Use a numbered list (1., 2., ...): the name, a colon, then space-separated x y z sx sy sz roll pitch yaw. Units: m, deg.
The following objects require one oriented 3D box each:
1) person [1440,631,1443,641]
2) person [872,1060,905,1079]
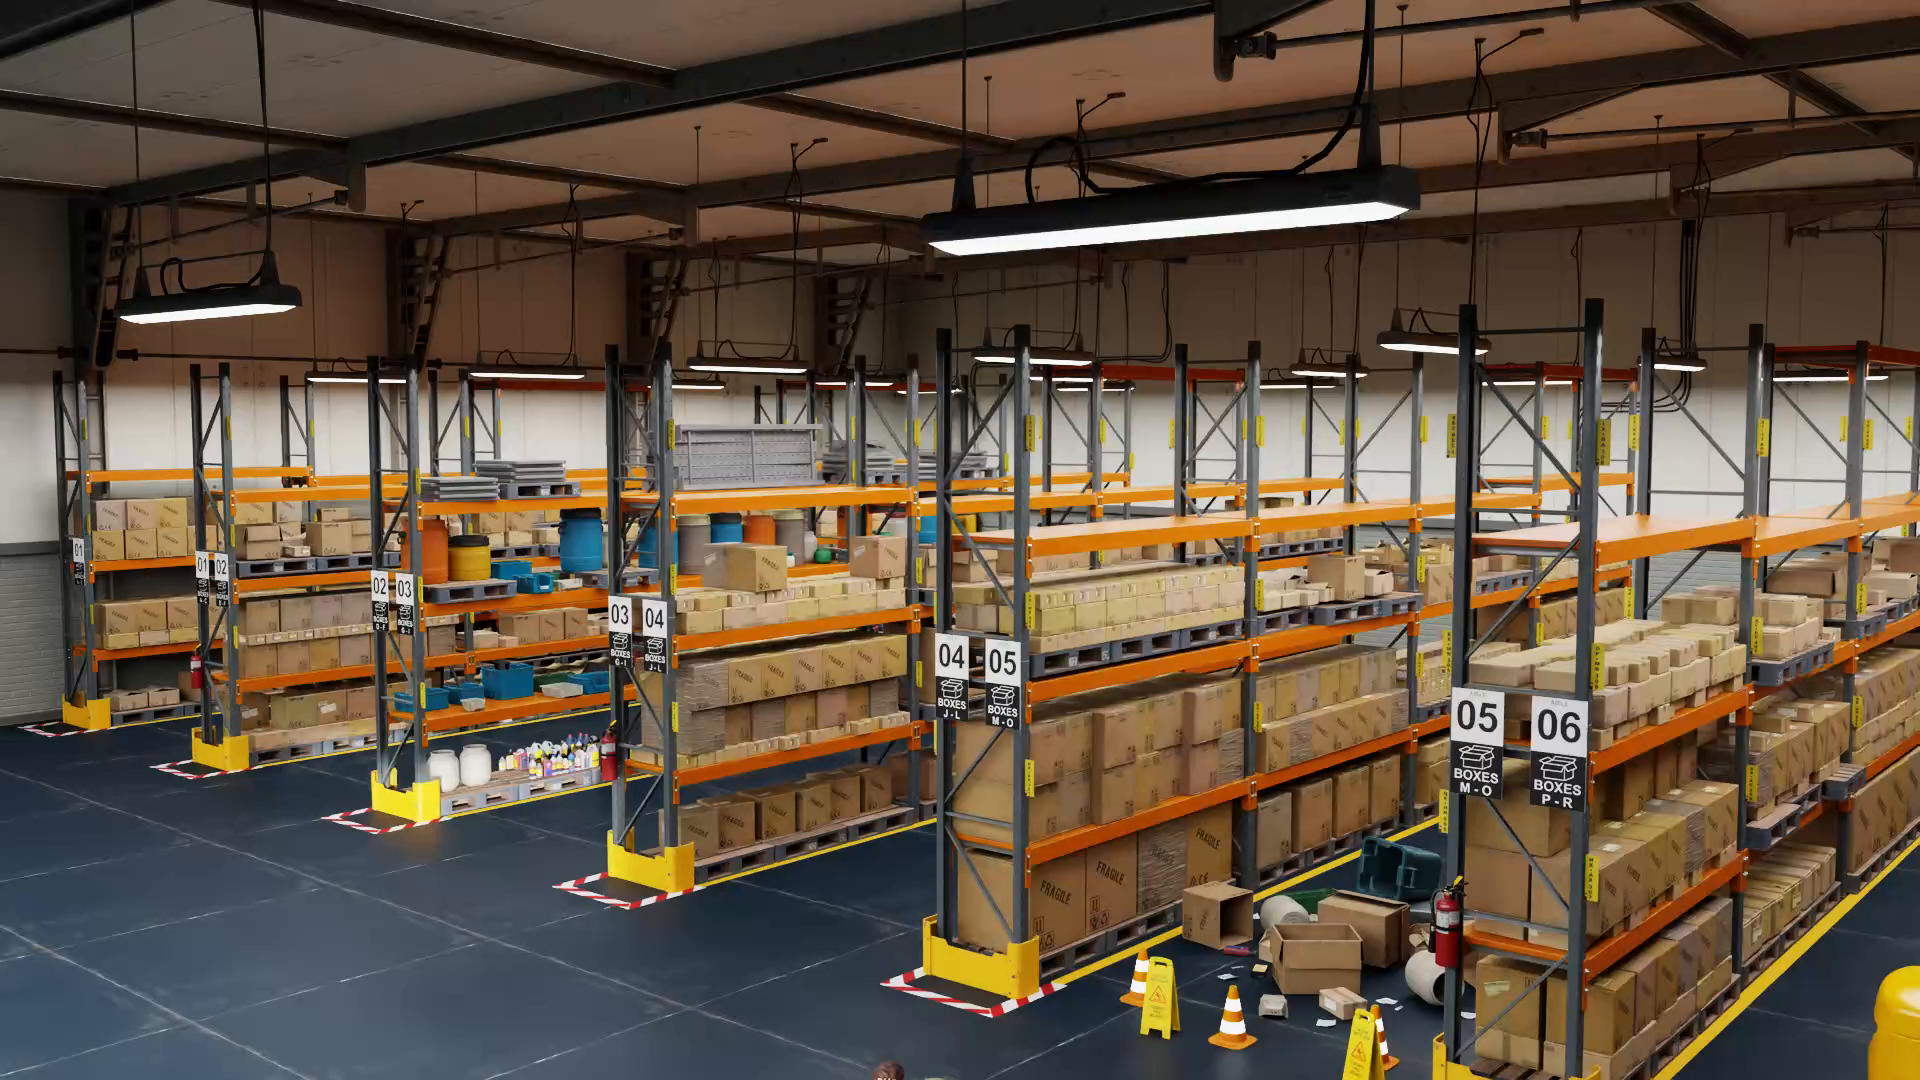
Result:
1. person: 8.322 2.330 28.171 0.695 1.680 0.976 2 5 29
2. person: -0.313 3.697 9.681 0.619 1.626 0.959 1 4 10
